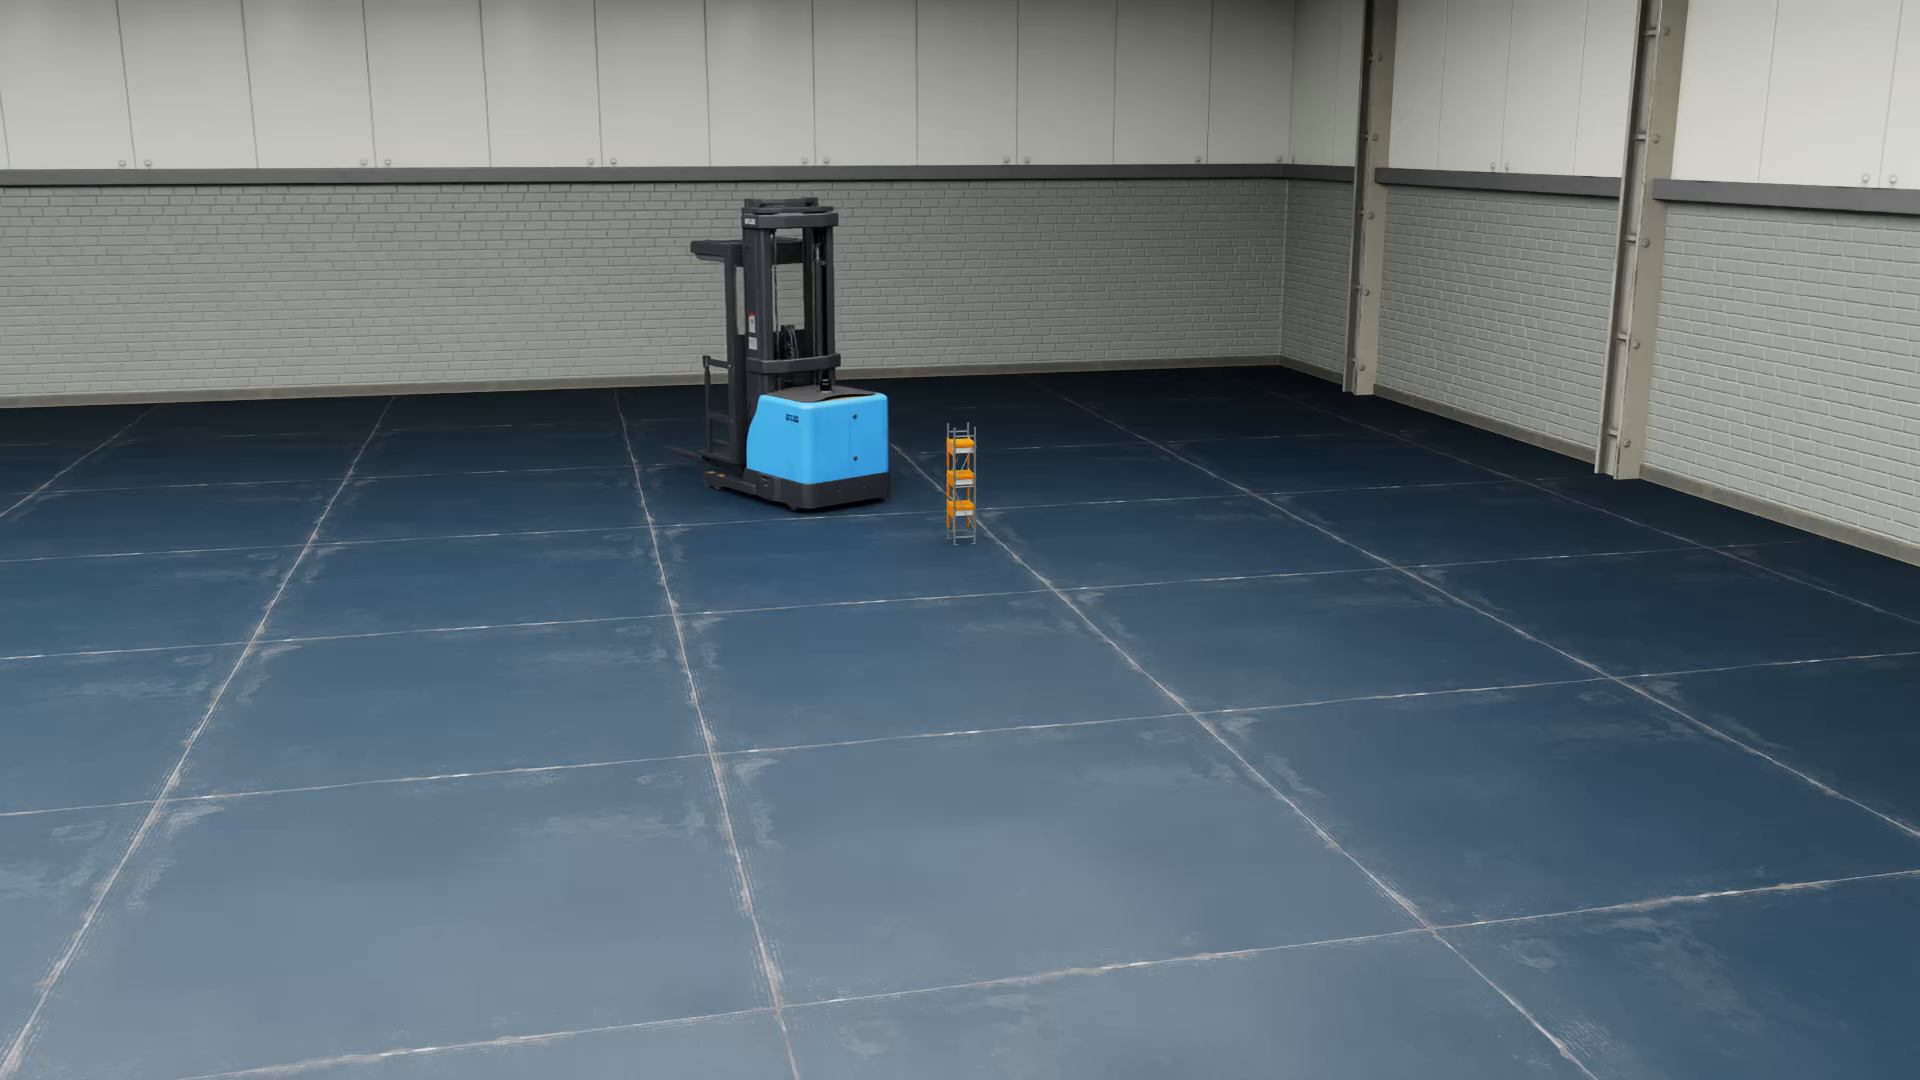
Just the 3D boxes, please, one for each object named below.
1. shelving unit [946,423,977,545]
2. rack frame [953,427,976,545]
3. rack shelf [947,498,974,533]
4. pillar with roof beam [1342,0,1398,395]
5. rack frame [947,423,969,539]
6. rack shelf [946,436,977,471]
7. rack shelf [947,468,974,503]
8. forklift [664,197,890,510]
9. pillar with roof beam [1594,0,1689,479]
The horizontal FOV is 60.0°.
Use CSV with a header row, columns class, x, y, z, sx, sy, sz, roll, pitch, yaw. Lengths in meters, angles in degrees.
class,x,y,z,sx,sy,sz,roll,pitch,yaw
shelving unit,0.013,-0.498,14.752,0.215,1.050,0.252,-3,14,-13
rack frame,0.041,-0.470,14.637,0.200,1.050,0.008,-3,14,-13
rack shelf,0.013,-0.217,14.820,0.215,0.259,0.240,-3,14,-13
pillar with roof beam,1.432,-6.208,21.377,9.100,9.000,0.400,-3,14,-13
rack frame,-0.016,-0.526,14.867,0.200,1.050,0.008,-3,14,-13
rack shelf,0.013,-0.763,14.687,0.215,0.259,0.240,-3,14,-13
rack shelf,0.013,-0.487,14.754,0.215,0.259,0.240,-3,14,-13
forklift,-2.016,-1.997,16.927,1.130,2.935,3.031,-11,18,-38
pillar with roof beam,2.841,-4.824,15.711,9.100,9.000,0.400,-3,14,-13
